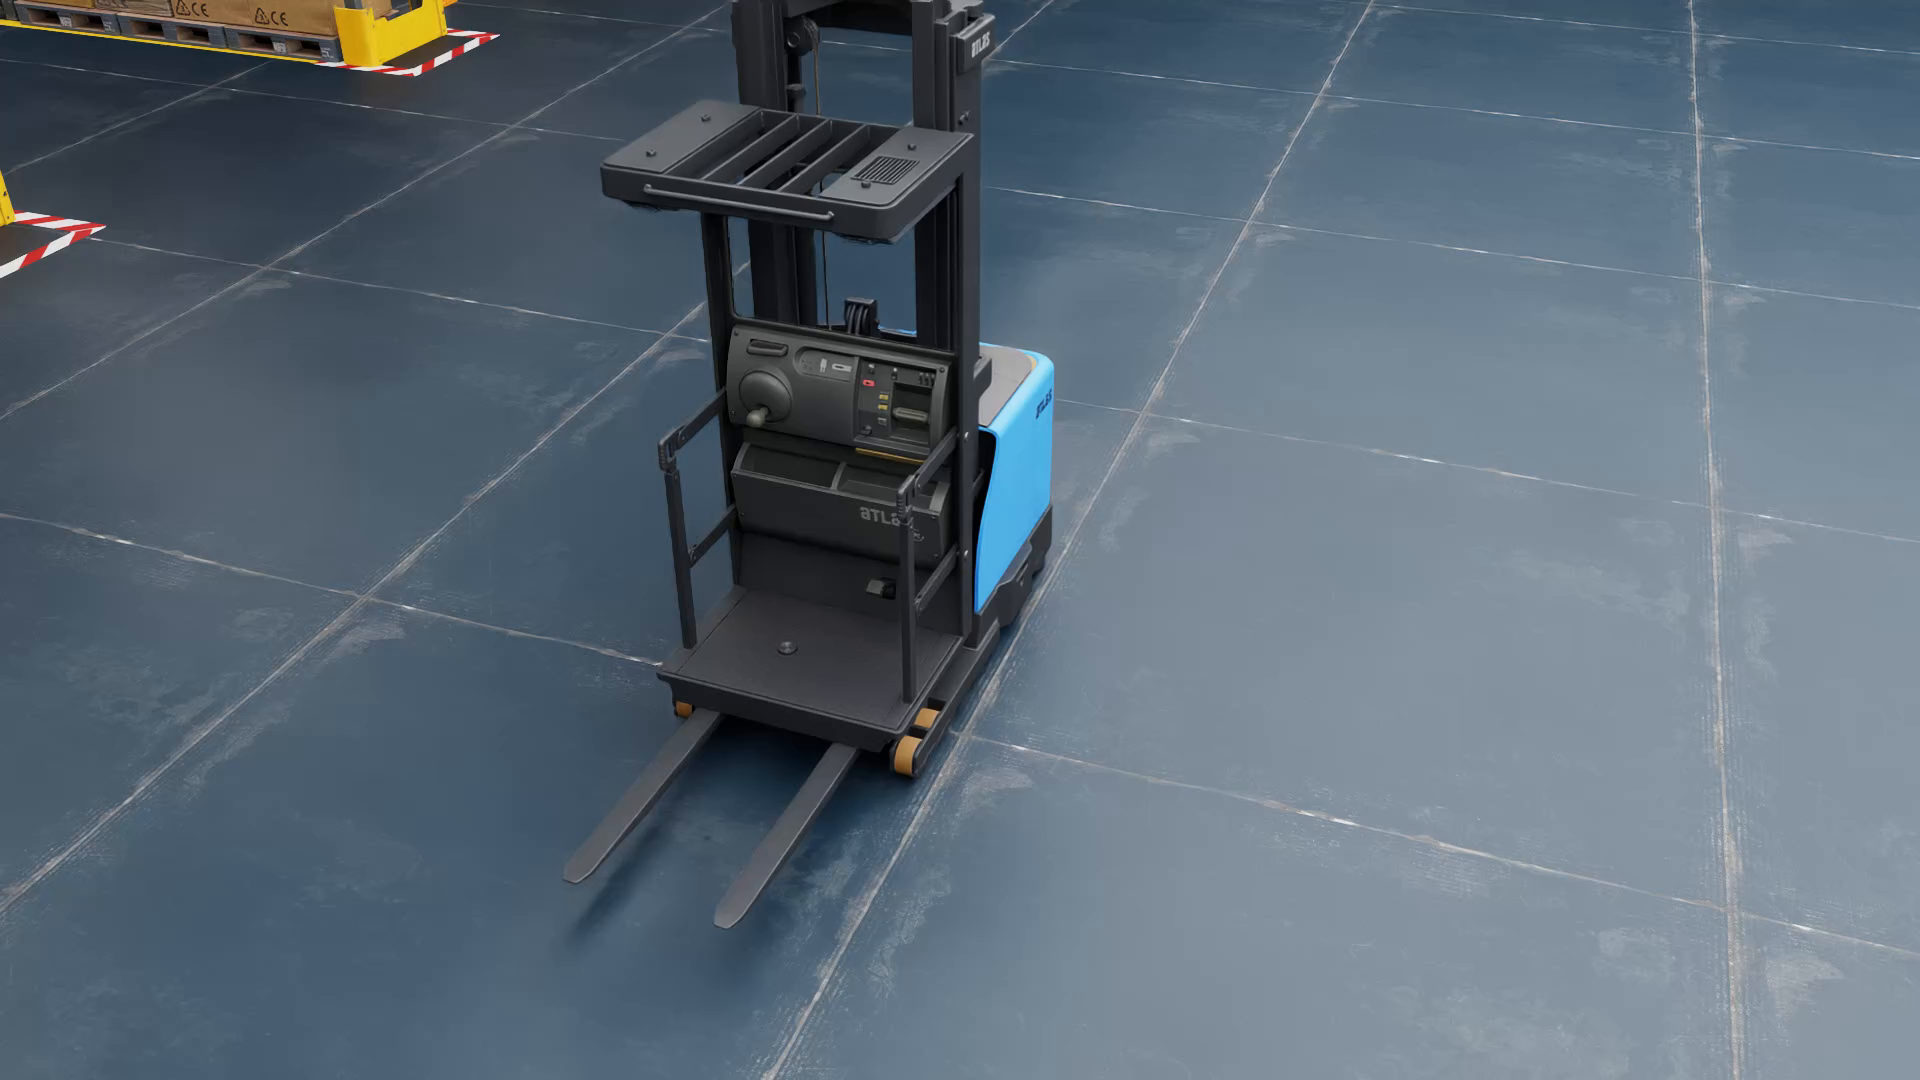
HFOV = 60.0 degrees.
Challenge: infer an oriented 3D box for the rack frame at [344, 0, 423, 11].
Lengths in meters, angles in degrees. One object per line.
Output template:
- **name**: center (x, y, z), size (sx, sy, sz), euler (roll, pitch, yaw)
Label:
- **rack frame**: center (-5.176, -5.772, 14.425), size (0.127, 3.000, 1.000), euler (11, 34, 16)

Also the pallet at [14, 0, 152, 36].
- **pallet**: center (-8.252, -5.154, 16.038), size (1.213, 0.211, 1.003), euler (11, 34, 16)

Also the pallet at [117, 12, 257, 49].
- **pallet**: center (-7.100, -4.931, 15.693), size (1.213, 0.211, 1.003), euler (11, 34, 16)

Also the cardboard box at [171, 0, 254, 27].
- **cardboard box**: center (-6.666, -5.306, 15.275), size (0.875, 0.875, 0.875), euler (10, 34, 16)

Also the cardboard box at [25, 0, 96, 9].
- **cardboard box**: center (-8.373, -5.637, 15.787), size (0.875, 0.875, 0.875), euler (12, 35, 17)

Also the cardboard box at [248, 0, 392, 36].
- **cardboard box**: center (-5.837, -5.146, 15.027), size (0.875, 0.875, 0.875), euler (11, 35, 17)

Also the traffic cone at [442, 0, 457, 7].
- **traffic cone**: center (-5.197, -5.529, 16.387), size (0.334, 0.463, 0.336), euler (11, 34, 16)

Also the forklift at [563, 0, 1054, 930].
- **forklift**: center (-0.564, -0.528, 6.365), size (1.130, 2.935, 3.031), euler (12, 35, 18)

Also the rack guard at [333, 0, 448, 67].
- **rack guard**: center (-5.153, -4.718, 15.096), size (0.348, 0.500, 1.175), euler (11, 34, 16)

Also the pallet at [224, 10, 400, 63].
- **pallet**: center (-5.955, -4.707, 15.346), size (1.213, 0.211, 1.003), euler (11, 34, 16)

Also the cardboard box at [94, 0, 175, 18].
- **cardboard box**: center (-7.523, -5.474, 15.535), size (0.875, 0.875, 0.875), euler (11, 35, 17)

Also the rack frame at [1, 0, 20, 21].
- **rack frame**: center (-8.941, -6.504, 15.559), size (0.127, 3.000, 1.000), euler (11, 34, 16)

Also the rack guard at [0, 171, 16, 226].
- **rack guard**: center (-7.016, -2.222, 11.230), size (0.348, 0.500, 1.175), euler (11, 34, 16)
